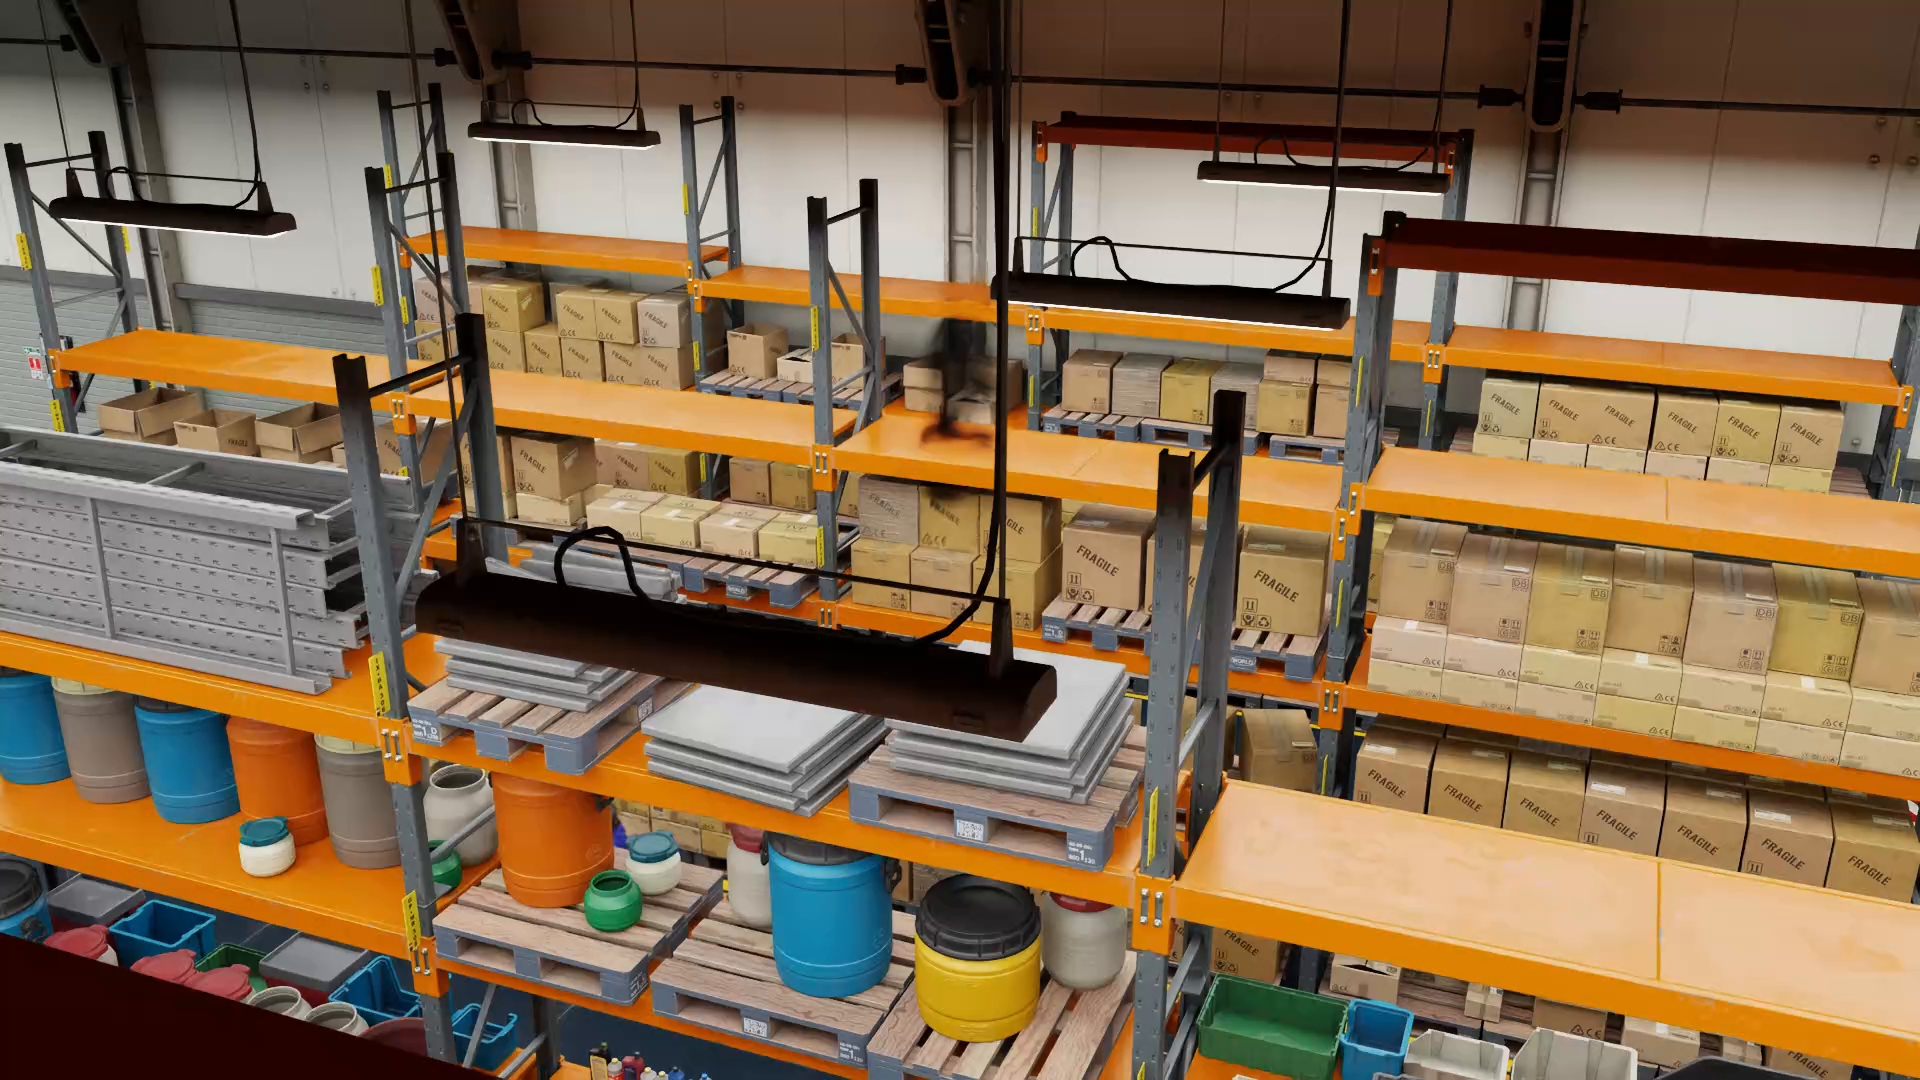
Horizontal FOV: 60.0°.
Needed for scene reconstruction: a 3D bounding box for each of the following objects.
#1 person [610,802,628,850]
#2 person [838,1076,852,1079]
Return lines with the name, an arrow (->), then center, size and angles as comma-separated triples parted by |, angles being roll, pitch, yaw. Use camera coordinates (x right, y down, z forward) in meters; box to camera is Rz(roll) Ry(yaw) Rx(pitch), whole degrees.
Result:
person -> -2.728, 2.766, 12.842 | 0.688, 1.667, 0.549 | 7, 22, 17
person -> -0.584, 3.436, 10.919 | 0.845, 1.774, 0.655 | 11, 23, 26
